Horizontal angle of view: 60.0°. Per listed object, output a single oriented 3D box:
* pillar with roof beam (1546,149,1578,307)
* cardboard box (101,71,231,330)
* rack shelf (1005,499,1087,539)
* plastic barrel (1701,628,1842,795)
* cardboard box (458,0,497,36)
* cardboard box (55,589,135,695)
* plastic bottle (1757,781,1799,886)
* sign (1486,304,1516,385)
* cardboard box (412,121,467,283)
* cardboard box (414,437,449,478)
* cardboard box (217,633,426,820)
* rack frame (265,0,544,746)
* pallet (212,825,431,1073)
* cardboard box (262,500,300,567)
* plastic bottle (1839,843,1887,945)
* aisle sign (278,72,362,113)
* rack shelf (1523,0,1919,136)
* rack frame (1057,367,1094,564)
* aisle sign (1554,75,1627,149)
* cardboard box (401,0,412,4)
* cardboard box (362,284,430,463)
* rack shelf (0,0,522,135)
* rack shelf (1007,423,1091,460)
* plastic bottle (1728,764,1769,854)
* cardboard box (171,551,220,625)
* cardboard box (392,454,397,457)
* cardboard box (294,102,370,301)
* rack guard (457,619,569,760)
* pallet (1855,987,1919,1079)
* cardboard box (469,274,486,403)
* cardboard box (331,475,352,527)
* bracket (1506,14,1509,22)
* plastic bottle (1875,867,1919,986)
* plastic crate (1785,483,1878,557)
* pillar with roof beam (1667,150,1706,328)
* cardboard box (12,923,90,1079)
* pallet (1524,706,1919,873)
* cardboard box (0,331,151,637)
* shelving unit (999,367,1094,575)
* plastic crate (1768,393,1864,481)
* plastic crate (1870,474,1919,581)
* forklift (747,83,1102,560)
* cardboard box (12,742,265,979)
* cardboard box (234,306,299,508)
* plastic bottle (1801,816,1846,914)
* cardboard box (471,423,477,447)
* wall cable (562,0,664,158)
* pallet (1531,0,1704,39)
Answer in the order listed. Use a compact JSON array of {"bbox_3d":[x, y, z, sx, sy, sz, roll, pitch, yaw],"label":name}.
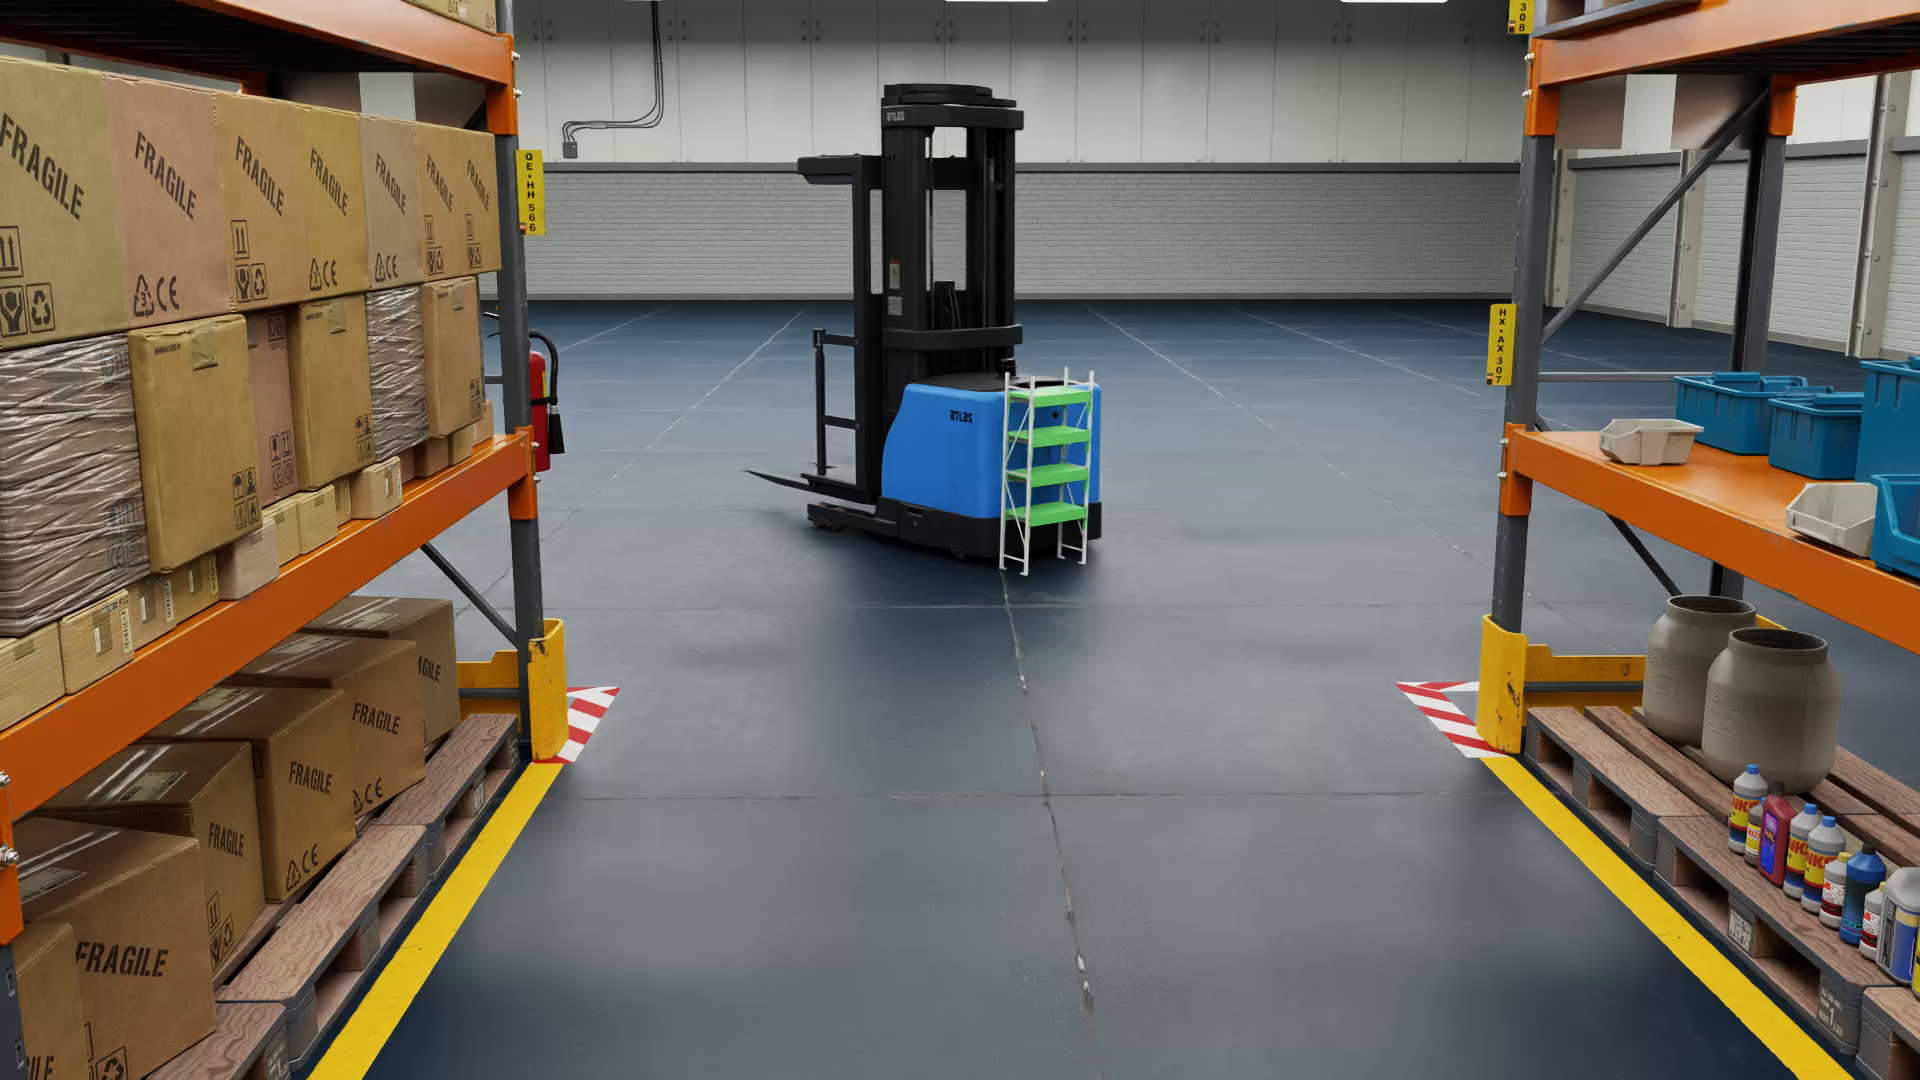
[{"bbox_3d":[8.588,-9.442,34.969,9.100,9.000,0.548,0,11,-1],"label":"pillar with roof beam"},{"bbox_3d":[-1.909,-0.711,3.503,0.500,0.500,0.500,0,11,-1],"label":"cardboard box"},{"bbox_3d":[0.518,-0.130,10.182,0.480,0.148,0.258,-10,17,-39],"label":"rack shelf"},{"bbox_3d":[2.828,0.592,5.797,0.421,0.512,0.421,0,11,0],"label":"plastic barrel"},{"bbox_3d":[-1.961,-1.933,5.875,0.500,0.250,0.500,0,11,0],"label":"cardboard box"},{"bbox_3d":[-1.838,0.193,3.193,0.380,0.149,0.250,0,11,-1],"label":"cardboard box"},{"bbox_3d":[2.440,0.871,4.947,0.061,0.283,0.133,0,11,0],"label":"plastic bottle"},{"bbox_3d":[2.177,-0.786,6.691,0.100,0.325,0.005,0,11,-1],"label":"sign"},{"bbox_3d":[-1.950,-1.108,5.463,0.500,0.500,0.500,0,11,-1],"label":"cardboard box"},{"bbox_3d":[-1.961,-0.303,5.641,0.380,0.149,0.250,0,11,-1],"label":"cardboard box"},{"bbox_3d":[-2.182,0.631,5.635,0.500,0.500,0.500,3,12,14],"label":"cardboard box"},{"bbox_3d":[-2.224,-0.631,6.626,1.000,3.000,0.127,0,11,-1],"label":"rack frame"},{"bbox_3d":[-2.219,1.154,4.839,1.003,0.211,1.213,0,11,-1],"label":"pallet"},{"bbox_3d":[-1.896,-0.005,4.172,0.380,0.149,0.250,0,11,-1],"label":"cardboard box"},{"bbox_3d":[2.467,0.960,4.538,0.097,0.271,0.097,0,11,0],"label":"plastic bottle"},{"bbox_3d":[-2.526,-1.916,6.422,0.394,0.787,0.004,0,11,-1],"label":"aisle sign"},{"bbox_3d":[2.769,-1.371,4.539,1.077,0.370,4.000,0,11,-1],"label":"rack shelf"},{"bbox_3d":[0.711,-0.457,10.268,0.015,1.200,0.240,-10,17,-39],"label":"rack frame"},{"bbox_3d":[2.433,-1.939,6.532,0.394,0.787,0.004,0,11,-1],"label":"aisle sign"},{"bbox_3d":[-1.945,-1.732,4.884,0.500,0.250,0.500,0,11,0],"label":"cardboard box"},{"bbox_3d":[-2.143,-0.518,5.068,0.875,0.500,0.500,0,11,-1],"label":"cardboard box"},{"bbox_3d":[-2.183,-1.351,4.439,1.077,0.370,4.000,0,11,-1],"label":"rack shelf"},{"bbox_3d":[0.530,-0.597,10.073,0.480,0.148,0.258,-10,17,-39],"label":"rack shelf"},{"bbox_3d":[2.453,0.832,5.171,0.097,0.271,0.097,0,11,0],"label":"plastic bottle"},{"bbox_3d":[-1.885,0.094,3.682,0.380,0.149,0.250,0,11,-1],"label":"cardboard box"},{"bbox_3d":[-1.970,-0.204,5.151,0.380,0.149,0.250,0,11,-1],"label":"cardboard box"},{"bbox_3d":[-1.940,-0.909,4.483,0.500,0.500,0.500,0,11,-1],"label":"cardboard box"},{"bbox_3d":[-2.223,0.609,6.800,1.175,0.500,0.348,0,11,-1],"label":"rack guard"},{"bbox_3d":[2.838,1.377,3.743,1.003,0.211,1.213,0,11,-1],"label":"pallet"},{"bbox_3d":[-2.241,-0.716,6.047,0.875,0.500,0.500,0,11,-1],"label":"cardboard box"},{"bbox_3d":[-1.940,-0.104,4.661,0.380,0.149,0.250,0,11,-1],"label":"cardboard box"},{"bbox_3d":[12.479,-11.776,37.420,0.235,0.232,0.430,0,11,-1],"label":"bracket"},{"bbox_3d":[2.499,1.001,4.323,0.152,0.276,0.135,0,11,0],"label":"plastic bottle"},{"bbox_3d":[2.523,-0.049,4.419,0.530,0.136,0.437,0,11,-1],"label":"plastic crate"},{"bbox_3d":[8.712,-8.250,29.090,9.100,9.000,0.400,0,11,-1],"label":"pillar with roof beam"},{"bbox_3d":[-2.110,1.104,3.306,0.500,0.500,0.500,-1,11,-3],"label":"cardboard box"},{"bbox_3d":[2.787,0.892,6.133,1.003,0.211,1.213,0,11,-1],"label":"pallet"},{"bbox_3d":[-2.089,-0.120,3.109,0.875,0.500,0.500,0,11,-1],"label":"cardboard box"},{"bbox_3d":[0.525,-0.425,10.113,0.503,1.200,0.258,-10,17,-39],"label":"shelving unit"},{"bbox_3d":[3.045,-0.351,5.620,0.499,0.251,0.408,0,11,-1],"label":"plastic crate"},{"bbox_3d":[2.516,-0.002,3.900,0.499,0.251,0.616,0,11,-1],"label":"plastic crate"},{"bbox_3d":[-0.399,-1.552,11.337,1.130,2.935,3.031,-9,15,-38],"label":"forklift"},{"bbox_3d":[-2.221,0.867,4.474,0.500,0.500,0.500,-1,12,-6],"label":"cardboard box"},{"bbox_3d":[-2.175,-0.319,4.087,0.875,0.500,0.500,0,11,-1],"label":"cardboard box"},{"bbox_3d":[2.462,0.920,4.737,0.097,0.271,0.097,0,11,0],"label":"plastic bottle"},{"bbox_3d":[-2.008,-0.402,6.130,0.380,0.149,0.250,0,11,-1],"label":"cardboard box"},{"bbox_3d":[-7.849,-11.624,37.170,2.305,6.003,0.169,0,11,-1],"label":"wall cable"},{"bbox_3d":[2.647,-1.864,5.634,1.003,0.211,1.213,0,11,-1],"label":"pallet"}]
